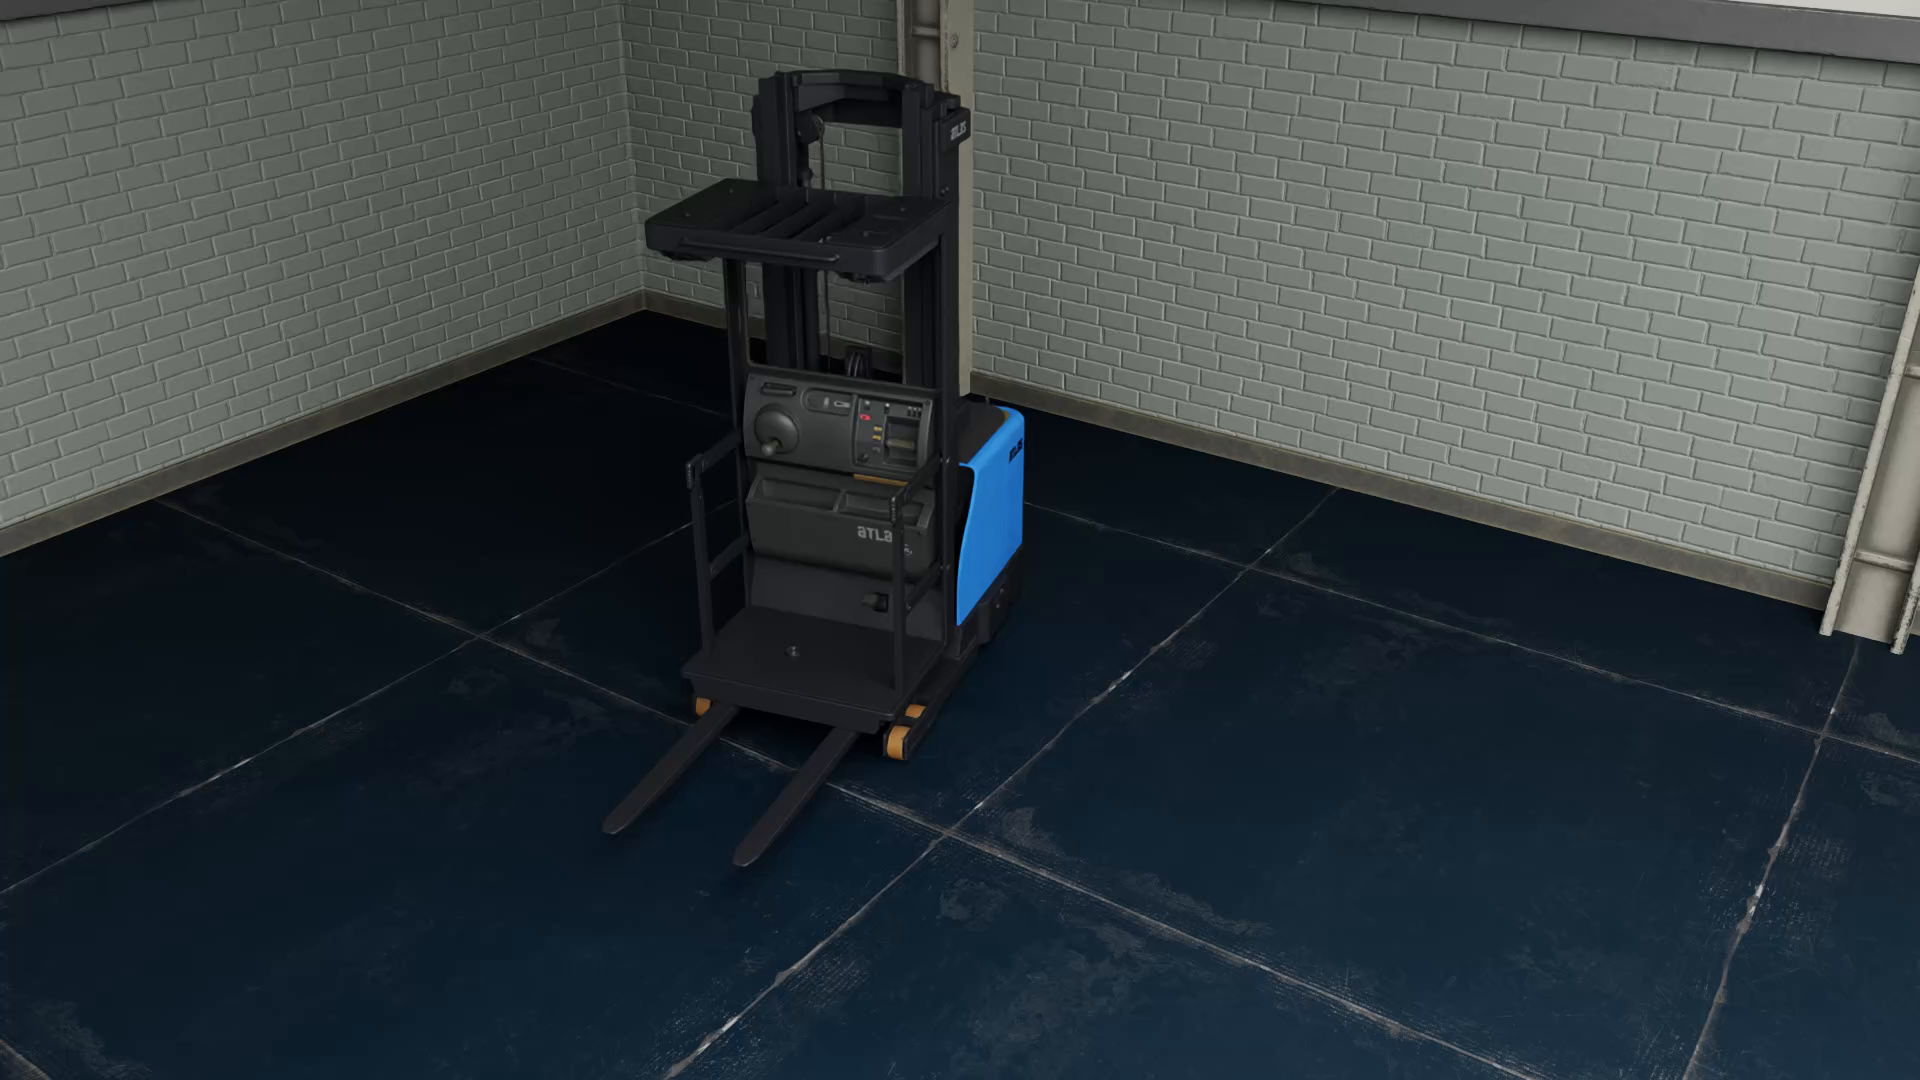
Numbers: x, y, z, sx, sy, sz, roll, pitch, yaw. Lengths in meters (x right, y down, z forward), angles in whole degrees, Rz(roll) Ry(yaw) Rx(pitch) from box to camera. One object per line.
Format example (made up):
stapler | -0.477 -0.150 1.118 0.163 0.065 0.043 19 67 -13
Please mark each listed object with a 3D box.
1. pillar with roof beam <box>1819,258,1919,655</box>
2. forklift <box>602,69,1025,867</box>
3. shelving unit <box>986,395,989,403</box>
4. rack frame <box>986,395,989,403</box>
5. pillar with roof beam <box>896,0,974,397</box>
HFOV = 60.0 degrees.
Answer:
pillar with roof beam | 2.348 -1.916 3.593 0.400 9.000 9.100 17 32 30
forklift | -0.641 -0.492 7.486 1.130 2.935 3.031 10 29 18
shelving unit | 0.007 -0.399 9.542 0.210 0.900 0.258 17 32 30
rack frame | 0.090 -0.373 9.490 0.006 0.900 0.240 17 32 30
pillar with roof beam | -2.598 -3.457 6.621 0.400 9.000 9.100 17 32 30
